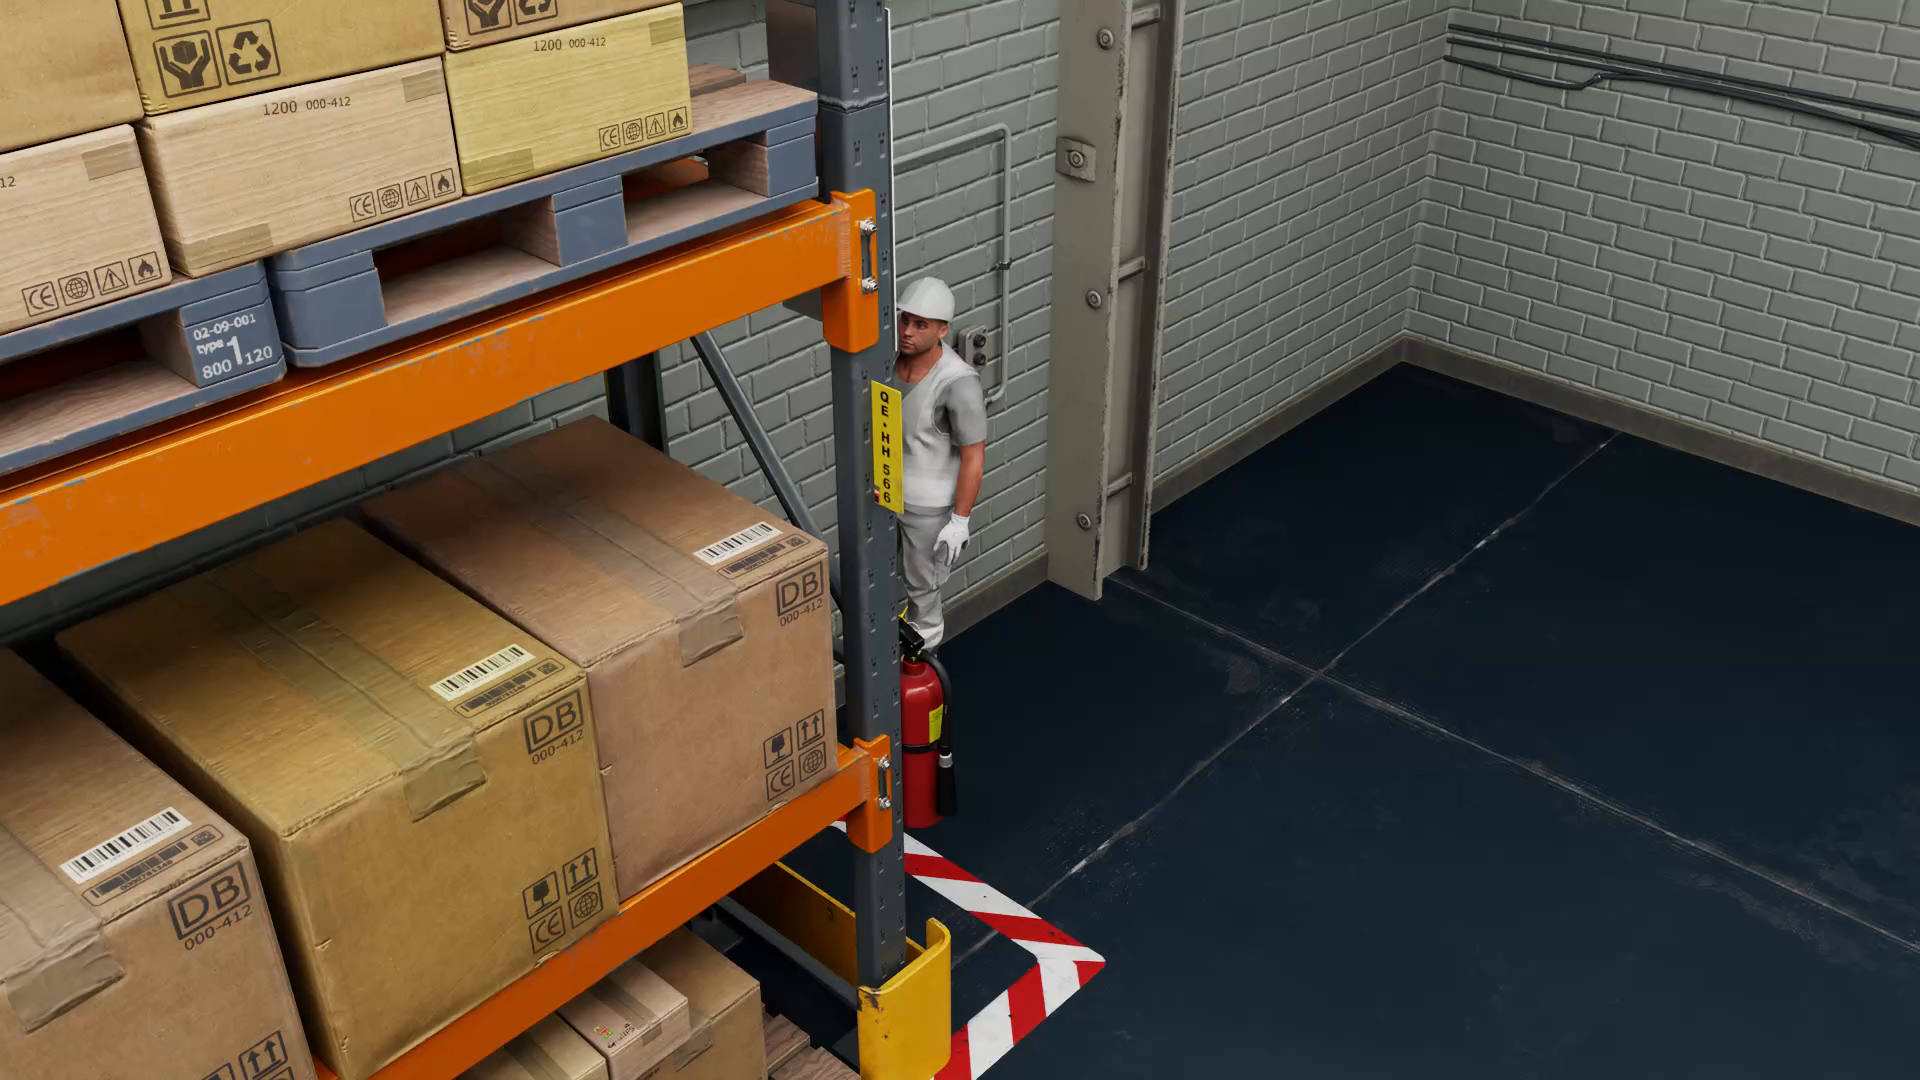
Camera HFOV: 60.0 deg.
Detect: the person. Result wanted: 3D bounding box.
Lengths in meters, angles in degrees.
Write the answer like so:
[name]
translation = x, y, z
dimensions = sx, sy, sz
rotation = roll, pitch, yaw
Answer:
[person]
translation = -0.246, -0.133, 6.312
dimensions = 0.637, 1.788, 0.560
rotation = 26, 39, 36
